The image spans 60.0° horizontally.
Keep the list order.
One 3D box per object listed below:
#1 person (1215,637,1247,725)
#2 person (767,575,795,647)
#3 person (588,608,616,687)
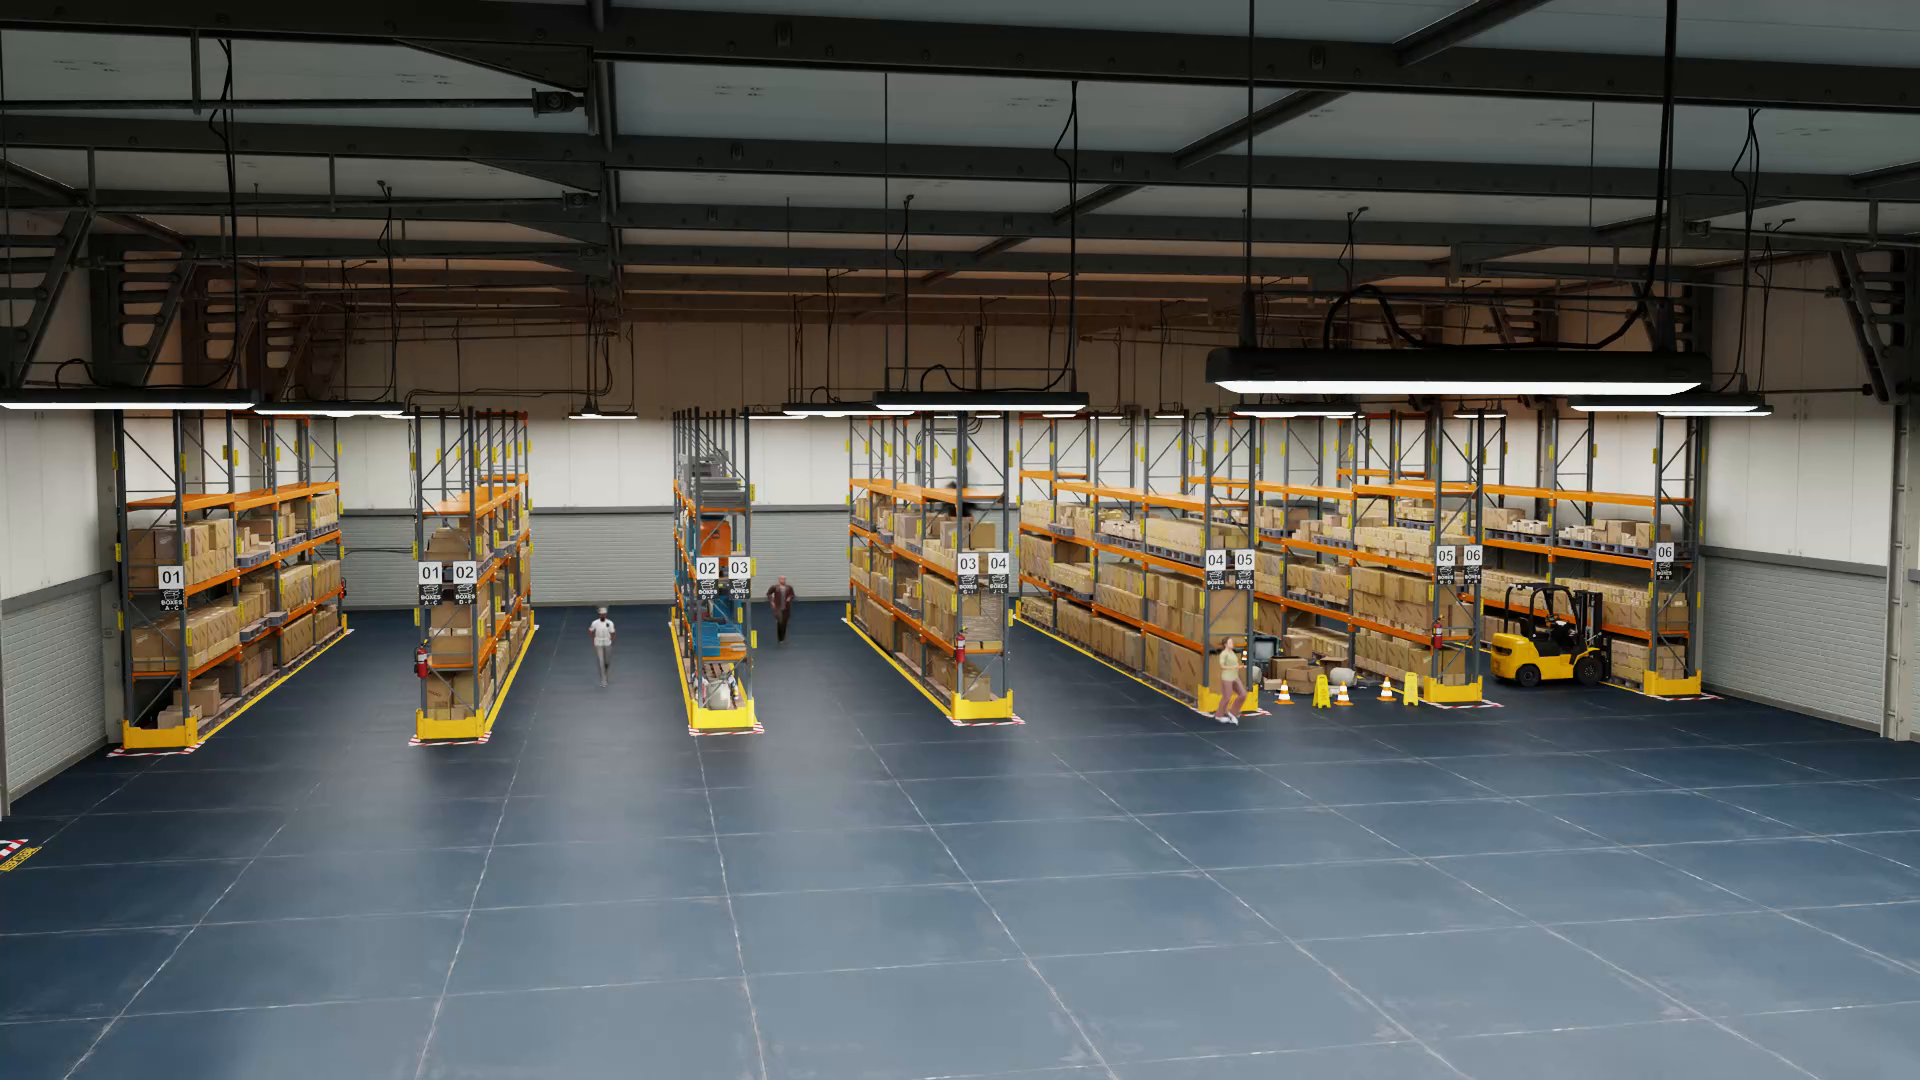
[{"bbox_3d":[5.103,2.659,31.489,0.551,1.673,0.622,-4,6,-44],"label":"person"},{"bbox_3d":[-4.570,1.813,42.677,0.693,1.849,0.777,-1,4,-20],"label":"person"},{"bbox_3d":[-7.805,2.314,36.329,0.579,1.698,0.830,-1,4,-19],"label":"person"}]
